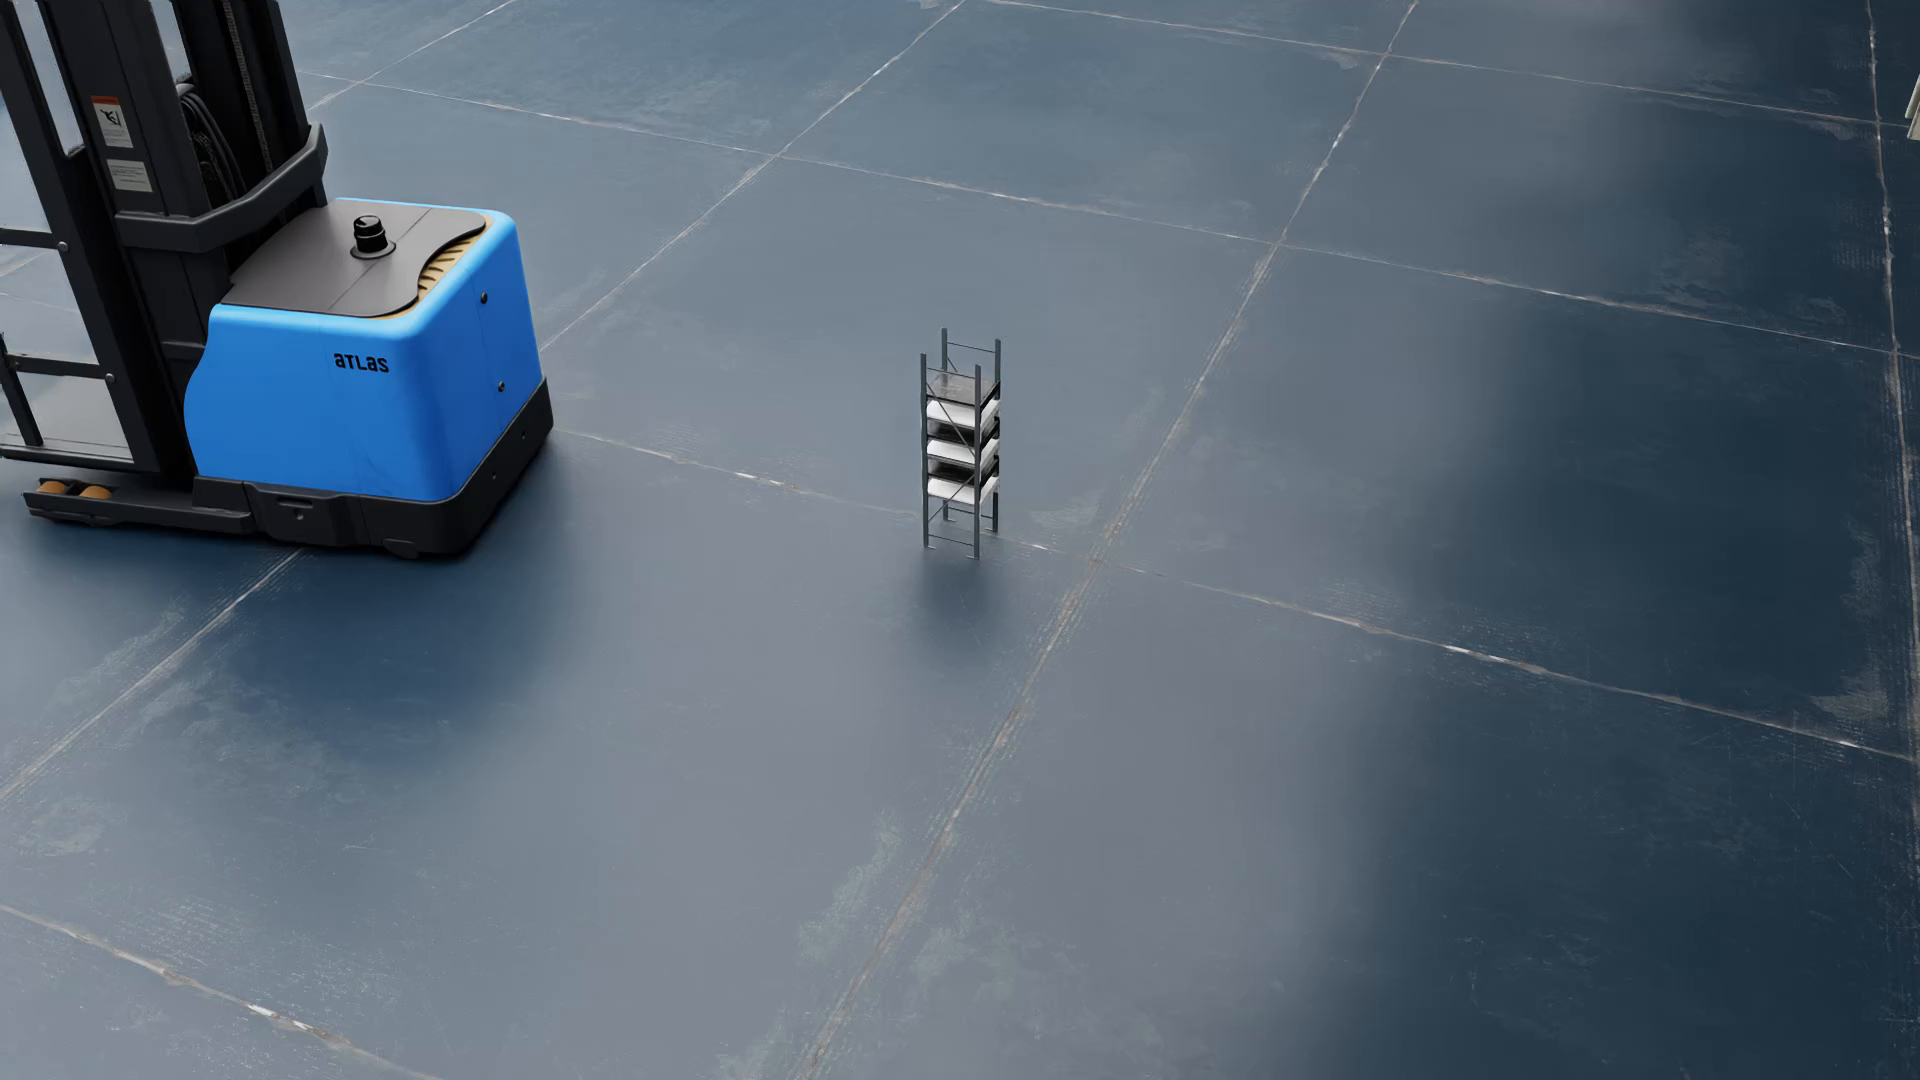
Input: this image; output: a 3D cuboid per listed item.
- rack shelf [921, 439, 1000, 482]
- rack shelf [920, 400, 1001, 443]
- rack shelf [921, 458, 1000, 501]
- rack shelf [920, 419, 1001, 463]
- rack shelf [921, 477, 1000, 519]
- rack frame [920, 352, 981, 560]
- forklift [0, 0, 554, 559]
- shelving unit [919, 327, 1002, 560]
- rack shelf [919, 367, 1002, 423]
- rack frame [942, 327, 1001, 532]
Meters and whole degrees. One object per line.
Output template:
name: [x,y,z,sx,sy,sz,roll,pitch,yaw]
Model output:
rack shelf: [0.003,-0.338,6.507,0.258,0.077,0.200,14,39,18]
rack shelf: [0.003,-0.482,6.399,0.258,0.077,0.200,14,39,18]
rack shelf: [0.003,-0.266,6.560,0.258,0.077,0.200,14,39,18]
rack shelf: [0.003,-0.410,6.453,0.258,0.077,0.200,14,39,18]
rack shelf: [0.003,-0.194,6.614,0.258,0.077,0.200,14,39,18]
rack frame: [-0.036,-0.309,6.411,0.240,0.900,0.006,14,39,18]
forklift: [-3.353,-1.530,6.349,3.031,2.935,1.130,7,37,9]
shelving unit: [0.003,-0.365,6.487,0.258,0.900,0.210,14,39,18]
rack shelf: [0.003,-0.554,6.345,0.258,0.077,0.200,14,39,18]
rack frame: [0.042,-0.421,6.562,0.240,0.900,0.006,14,39,18]
